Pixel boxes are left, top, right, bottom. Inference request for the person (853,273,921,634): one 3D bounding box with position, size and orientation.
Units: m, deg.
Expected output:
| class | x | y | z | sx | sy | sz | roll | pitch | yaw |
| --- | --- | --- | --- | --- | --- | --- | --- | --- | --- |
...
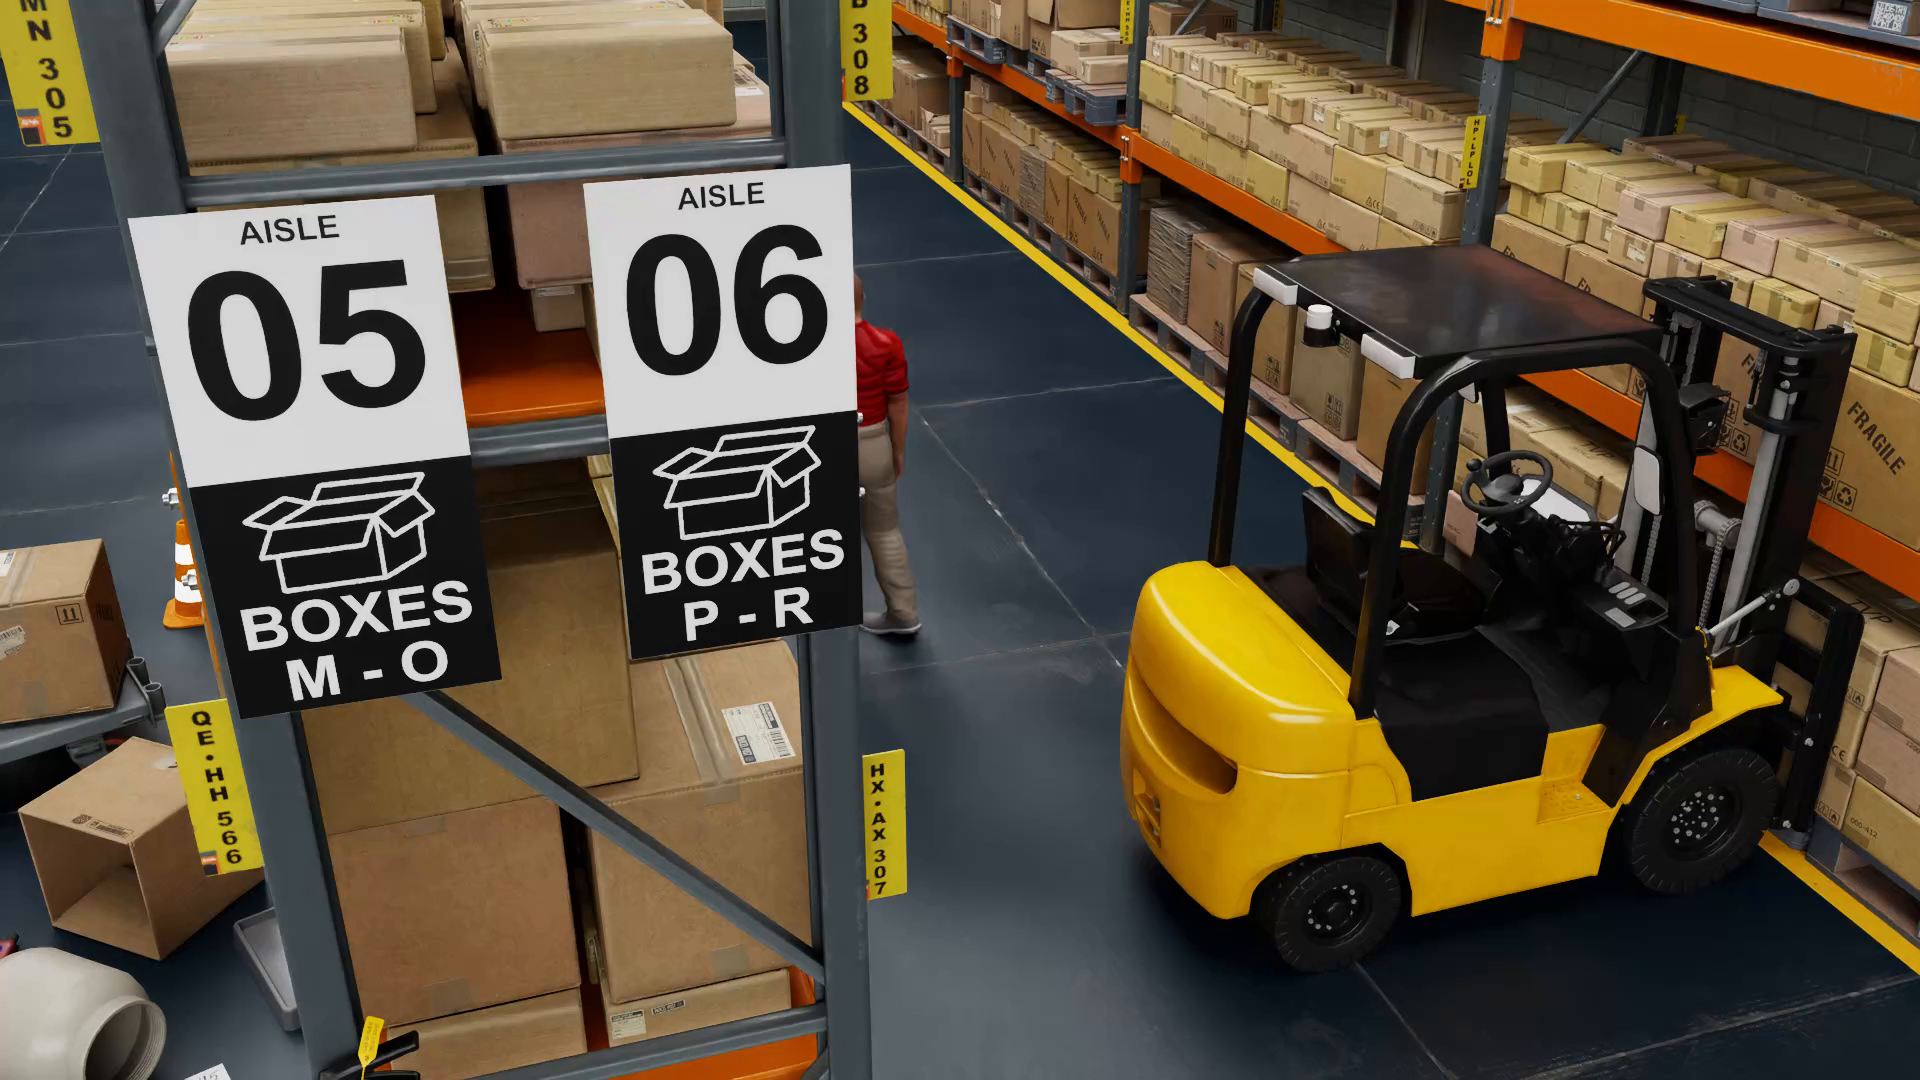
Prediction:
| class | x | y | z | sx | sy | sz | roll | pitch | yaw |
| --- | --- | --- | --- | --- | --- | --- | --- | --- | --- |
| person | -0.528 | -0.374 | 7.400 | 0.559 | 1.740 | 0.578 | -12 | 29 | -23 |
